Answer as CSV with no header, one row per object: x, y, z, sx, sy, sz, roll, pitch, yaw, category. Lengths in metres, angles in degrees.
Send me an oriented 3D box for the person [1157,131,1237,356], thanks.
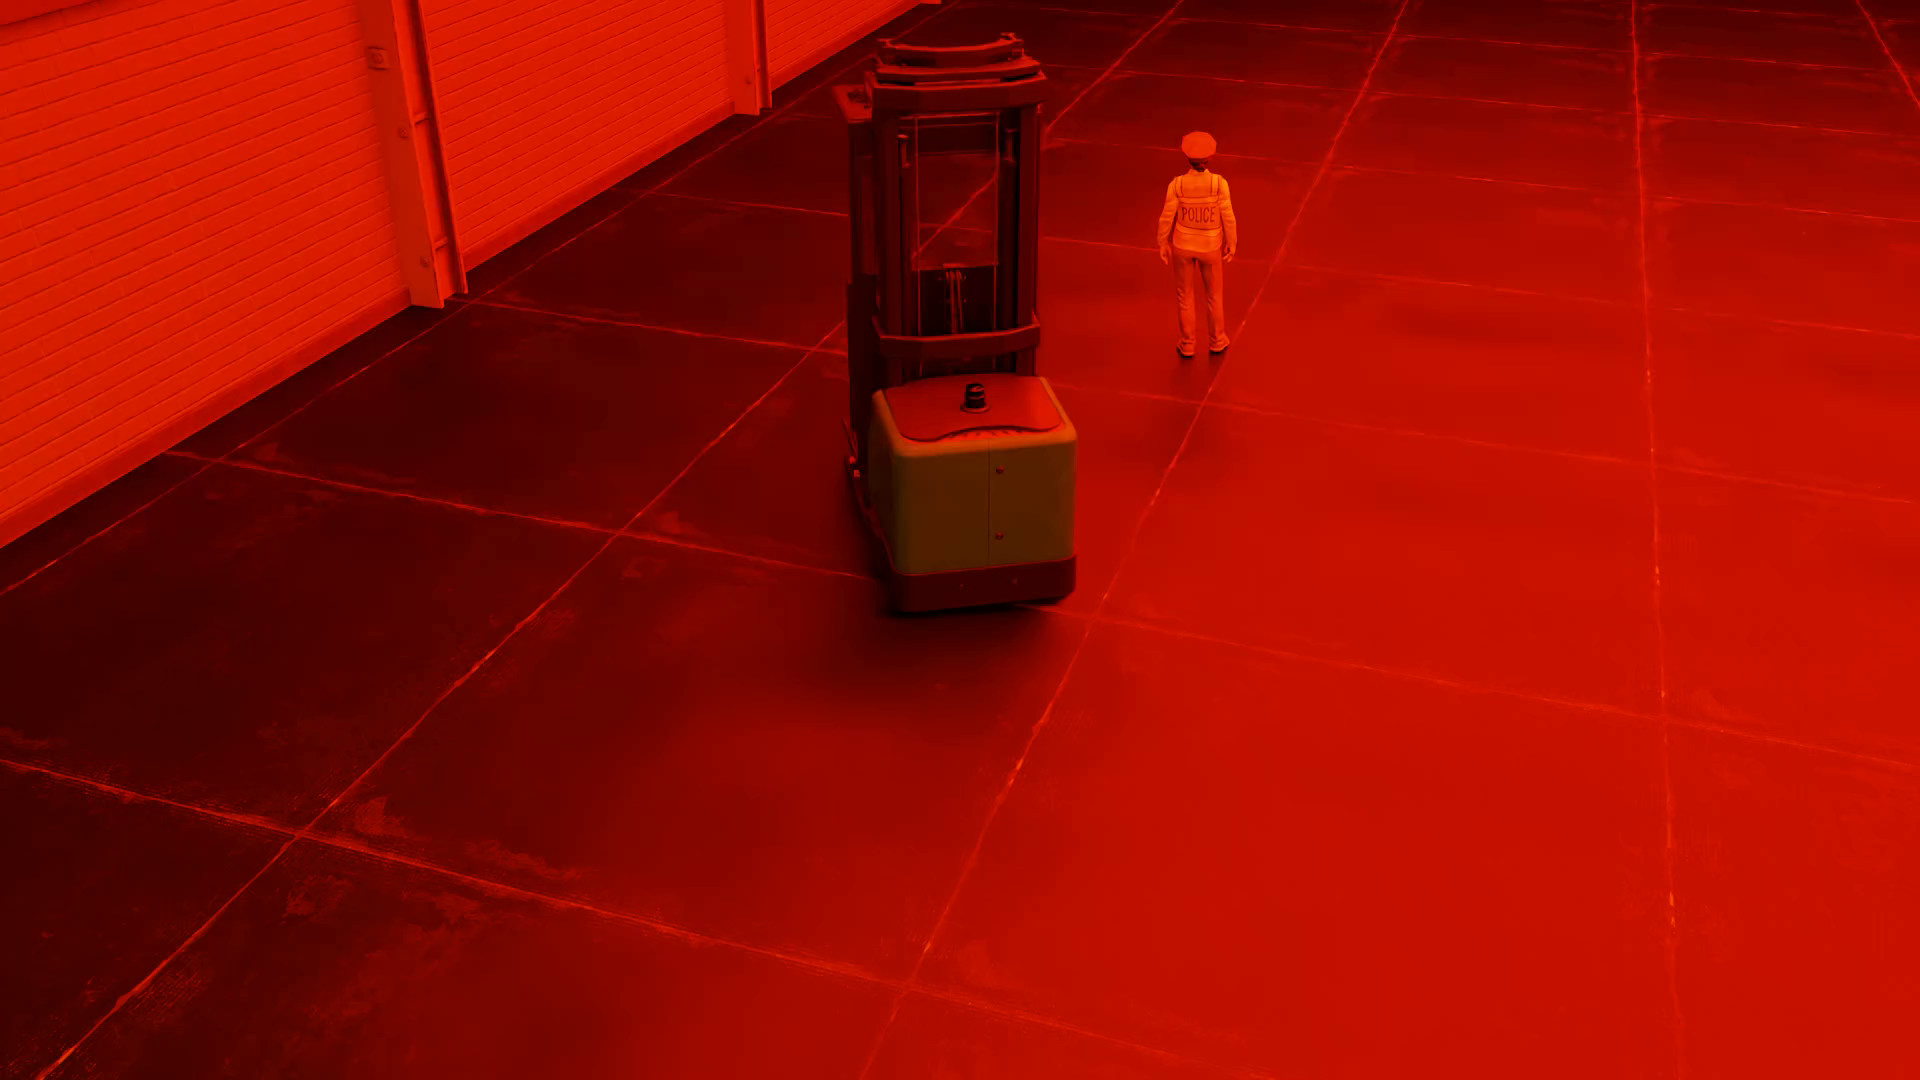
1.737,-2.166,12.171,0.586,1.695,0.533,5,30,9,person

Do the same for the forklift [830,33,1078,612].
-0.139,-1.586,9.919,1.130,2.935,3.031,-6,30,-10,forklift
